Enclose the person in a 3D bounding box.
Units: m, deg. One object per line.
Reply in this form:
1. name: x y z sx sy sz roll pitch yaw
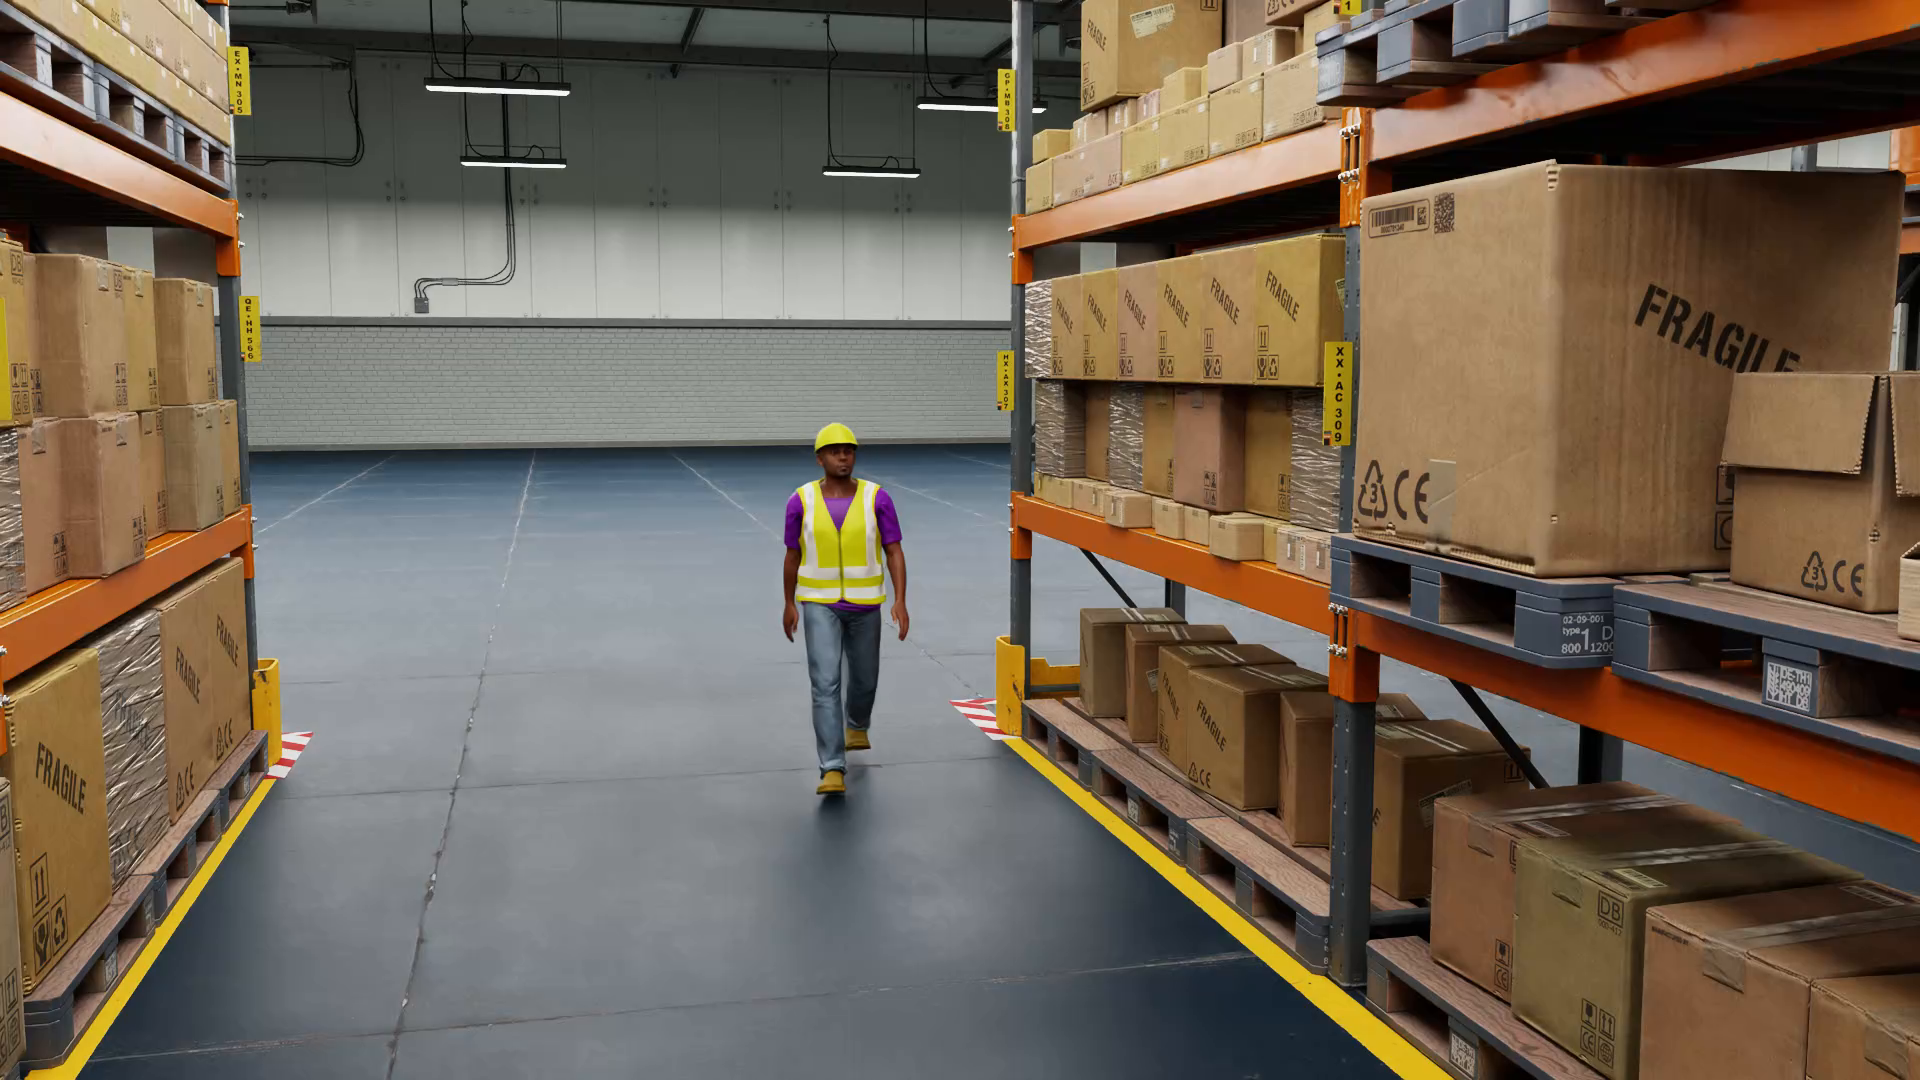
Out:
1. person: -0.553 0.303 8.028 0.597 1.734 1.003 -1 6 -8
